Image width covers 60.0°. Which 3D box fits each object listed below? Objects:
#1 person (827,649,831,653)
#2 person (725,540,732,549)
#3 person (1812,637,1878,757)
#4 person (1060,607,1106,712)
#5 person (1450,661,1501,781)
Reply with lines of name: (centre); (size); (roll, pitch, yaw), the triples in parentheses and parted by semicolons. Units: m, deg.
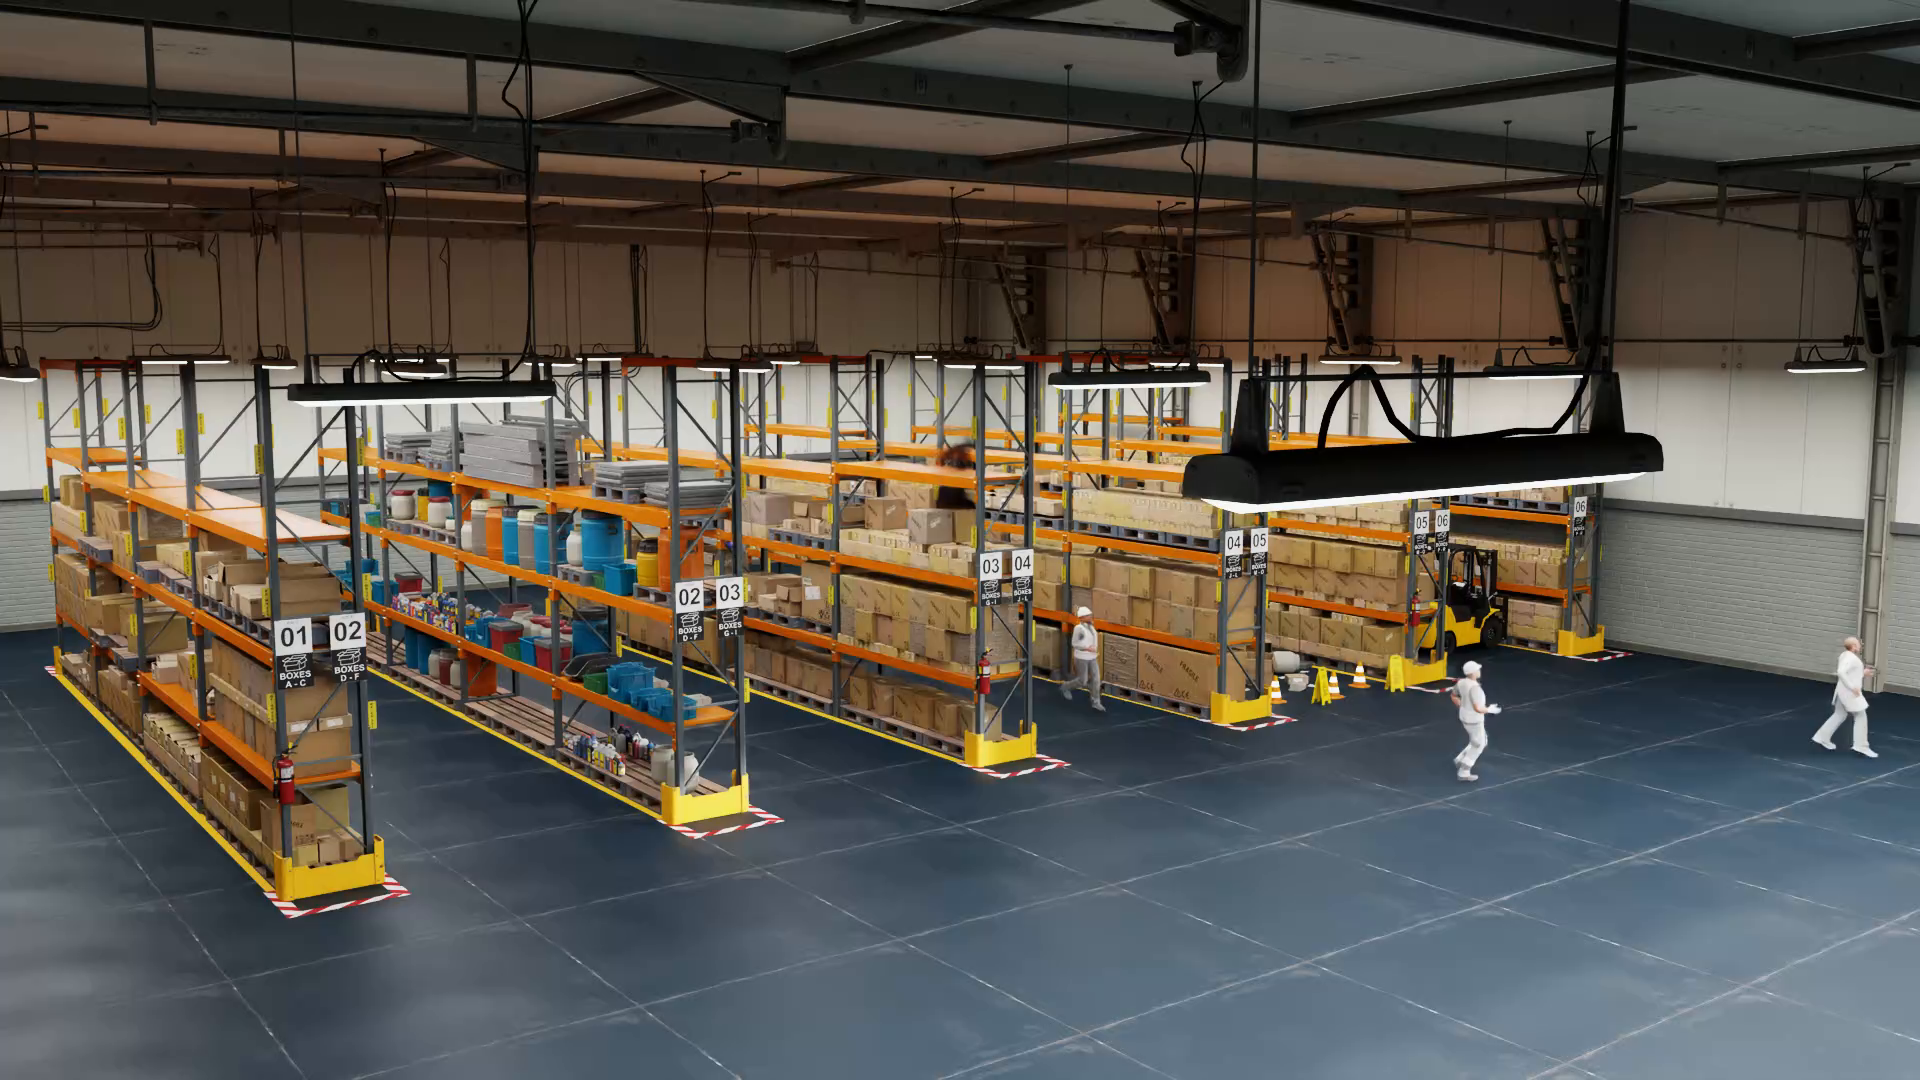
person: (-2.692, 1.486, 33.780); (0.688, 1.598, 0.613); (7, 10, 45)
person: (-5.799, 0.583, 41.296); (0.586, 1.654, 0.609); (6, 9, 39)
person: (13.579, 2.430, 25.451); (0.893, 1.733, 0.699); (1, 7, 9)
person: (2.133, 2.031, 28.611); (0.922, 1.777, 0.634); (6, 9, 42)
person: (7.413, 2.592, 23.886); (0.580, 1.741, 0.644); (0, 7, -4)
